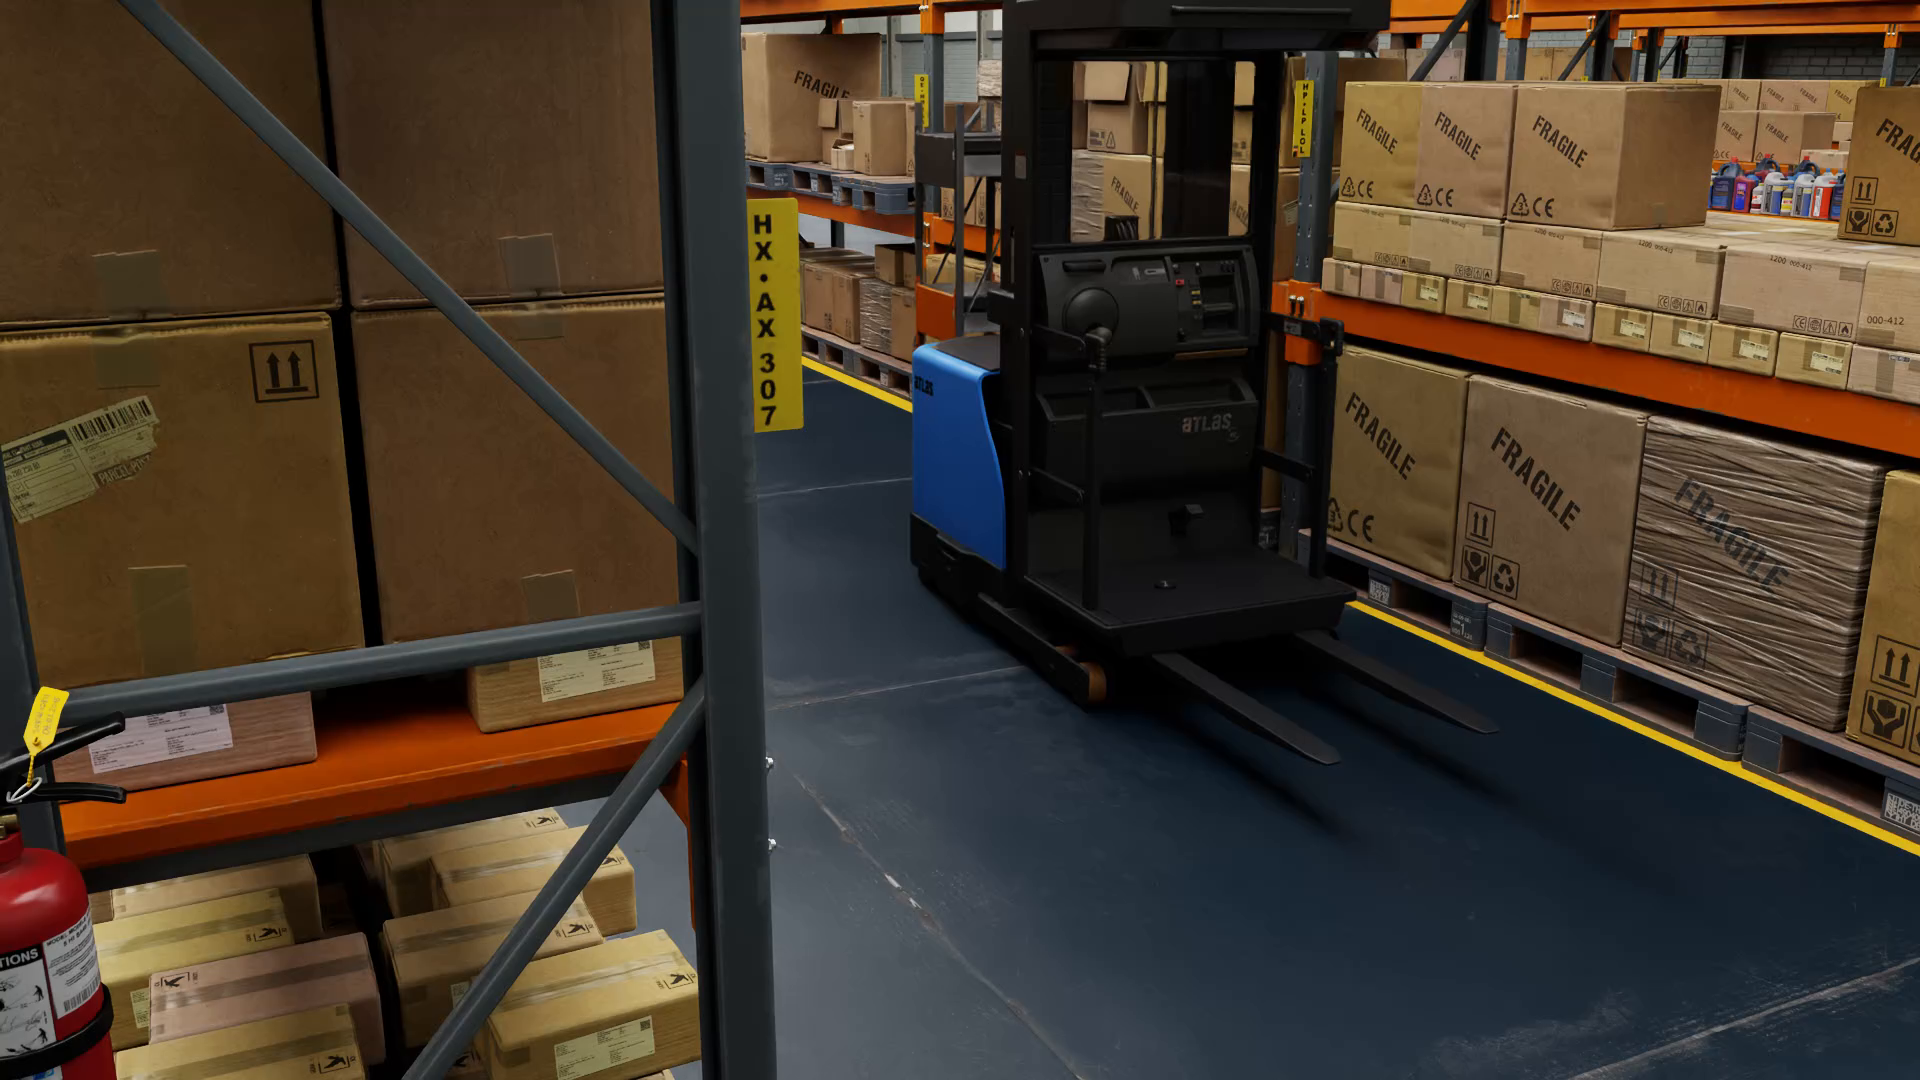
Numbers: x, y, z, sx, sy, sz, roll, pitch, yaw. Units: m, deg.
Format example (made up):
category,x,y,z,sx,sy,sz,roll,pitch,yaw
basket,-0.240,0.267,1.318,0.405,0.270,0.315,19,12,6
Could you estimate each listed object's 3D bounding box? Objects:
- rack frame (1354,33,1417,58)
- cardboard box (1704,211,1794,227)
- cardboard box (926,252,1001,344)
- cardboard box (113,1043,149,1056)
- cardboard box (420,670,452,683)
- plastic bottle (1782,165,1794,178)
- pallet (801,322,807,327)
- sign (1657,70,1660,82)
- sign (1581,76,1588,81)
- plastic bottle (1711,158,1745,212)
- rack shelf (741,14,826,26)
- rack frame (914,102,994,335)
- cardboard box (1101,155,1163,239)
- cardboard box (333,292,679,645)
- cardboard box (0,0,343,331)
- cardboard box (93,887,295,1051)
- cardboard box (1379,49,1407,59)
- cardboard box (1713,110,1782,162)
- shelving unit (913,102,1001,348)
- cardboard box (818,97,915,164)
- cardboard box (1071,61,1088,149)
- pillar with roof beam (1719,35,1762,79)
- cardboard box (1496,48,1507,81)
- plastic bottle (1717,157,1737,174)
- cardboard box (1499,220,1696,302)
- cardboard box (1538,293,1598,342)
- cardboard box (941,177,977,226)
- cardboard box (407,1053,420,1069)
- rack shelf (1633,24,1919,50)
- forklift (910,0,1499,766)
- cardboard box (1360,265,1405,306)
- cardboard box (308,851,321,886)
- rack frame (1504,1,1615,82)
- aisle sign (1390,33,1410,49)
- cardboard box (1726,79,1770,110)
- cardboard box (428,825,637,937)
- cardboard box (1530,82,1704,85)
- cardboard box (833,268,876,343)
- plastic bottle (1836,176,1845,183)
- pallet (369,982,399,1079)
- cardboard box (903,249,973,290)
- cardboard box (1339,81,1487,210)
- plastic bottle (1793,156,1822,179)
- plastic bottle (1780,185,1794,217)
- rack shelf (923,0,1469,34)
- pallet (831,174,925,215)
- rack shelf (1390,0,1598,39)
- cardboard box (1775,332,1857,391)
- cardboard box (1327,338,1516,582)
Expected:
category,x,y,z,sx,sy,sz,roll,pitch,yaw
rack frame,5.641,-5.568,22.216,1.000,3.000,0.127,-8,18,-25
cardboard box,2.874,-1.135,6.501,0.500,0.250,0.500,-7,18,-24
cardboard box,0.523,-1.395,10.766,1.225,0.875,0.875,-9,18,-27
cardboard box,-1.476,0.970,3.300,0.380,0.149,0.250,-8,18,-27
cardboard box,-0.755,0.112,2.877,0.380,0.149,0.250,-7,17,-23
plastic bottle,5.838,-2.512,11.779,0.061,0.283,0.133,-8,18,-25
pallet,-1.171,-1.847,14.304,1.003,0.211,1.213,-8,18,-25
sign,7.877,-5.163,18.848,0.100,0.325,0.005,-8,18,-25
sign,6.896,-4.963,18.395,0.100,0.325,0.005,-8,18,-25
plastic bottle,5.265,-2.433,11.380,0.144,0.351,0.185,-8,18,-25
rack shelf,-2.389,-4.972,16.006,1.077,0.370,4.000,-8,18,-25
rack frame,-0.026,-1.040,8.067,0.400,2.100,0.015,-7,17,-22
cardboard box,1.096,-1.780,8.834,0.500,0.500,0.500,-8,18,-26
cardboard box,-0.707,-0.166,2.671,0.500,0.500,0.500,-7,17,-22
cardboard box,-1.183,-0.586,2.320,0.500,0.500,0.500,-8,18,-26
cardboard box,-1.505,0.833,3.237,0.380,0.149,0.250,-8,18,-26
cardboard box,5.858,-6.110,21.569,0.700,0.500,0.500,-8,18,-25
cardboard box,8.166,-4.177,17.188,0.500,0.500,0.500,-8,18,-25
shelving unit,0.070,-0.978,7.851,0.431,2.100,0.503,-7,17,-22
cardboard box,-0.670,-3.213,13.061,0.797,0.503,0.637,-6,17,-19
cardboard box,0.828,-2.574,9.781,0.797,0.503,0.637,-7,18,-24
pillar with roof beam,7.307,-8.462,21.425,9.100,9.000,0.400,-8,18,-25
cardboard box,6.752,-5.607,19.817,0.700,0.500,0.500,-8,18,-25
plastic bottle,5.342,-2.485,11.560,0.144,0.351,0.185,-8,18,-25
cardboard box,2.408,-1.068,6.266,0.500,0.250,0.500,-7,18,-24
cardboard box,2.391,-0.841,6.199,0.380,0.149,0.250,-7,18,-24
cardboard box,0.208,-2.283,10.587,0.500,0.500,0.500,-7,17,-23
cardboard box,-0.889,1.114,3.336,0.380,0.149,0.250,-8,18,-25
rack shelf,10.969,-6.768,22.263,1.077,0.370,4.000,-8,18,-25
forklift,0.821,-0.932,6.184,1.130,2.935,3.031,-7,17,-22
cardboard box,1.937,-1.097,7.092,0.380,0.149,0.250,-8,18,-27
cardboard box,-1.852,0.848,4.265,0.380,0.149,0.250,-7,17,-23
rack frame,4.692,-2.987,13.221,1.000,3.000,0.127,-8,18,-25
aisle sign,5.877,-6.870,22.038,0.394,0.787,0.004,-8,18,-25
cardboard box,10.697,-5.932,22.360,0.500,0.500,0.500,-7,17,-23
cardboard box,-0.907,0.749,3.530,0.380,0.149,0.250,-8,18,-25
cardboard box,2.649,-1.622,6.836,0.500,0.500,0.500,-7,18,-24
cardboard box,-0.581,-1.838,12.951,0.700,0.500,0.500,-6,17,-20
plastic bottle,5.704,-2.227,10.807,0.097,0.271,0.097,0,16,0
pallet,-1.116,1.285,3.389,1.003,0.211,1.213,-8,18,-25
cardboard box,-0.081,-1.921,11.883,0.500,0.250,0.500,-7,17,-23
cardboard box,1.972,-1.678,7.034,0.500,0.500,0.500,-8,18,-25
plastic bottle,5.925,-2.508,11.641,0.144,0.351,0.185,-8,18,-25
plastic bottle,5.466,-2.233,10.953,0.097,0.201,0.097,0,16,0
rack shelf,1.116,-2.989,9.093,1.077,0.370,4.000,-8,18,-25
pallet,-0.169,-2.460,11.733,1.213,0.211,1.003,-8,18,-25
rack shelf,3.816,-4.579,14.635,1.077,0.370,4.000,-8,18,-25
cardboard box,2.843,-0.586,5.309,0.380,0.149,0.250,-8,18,-26
cardboard box,2.209,-0.404,7.311,0.875,0.875,0.875,-8,18,-25
